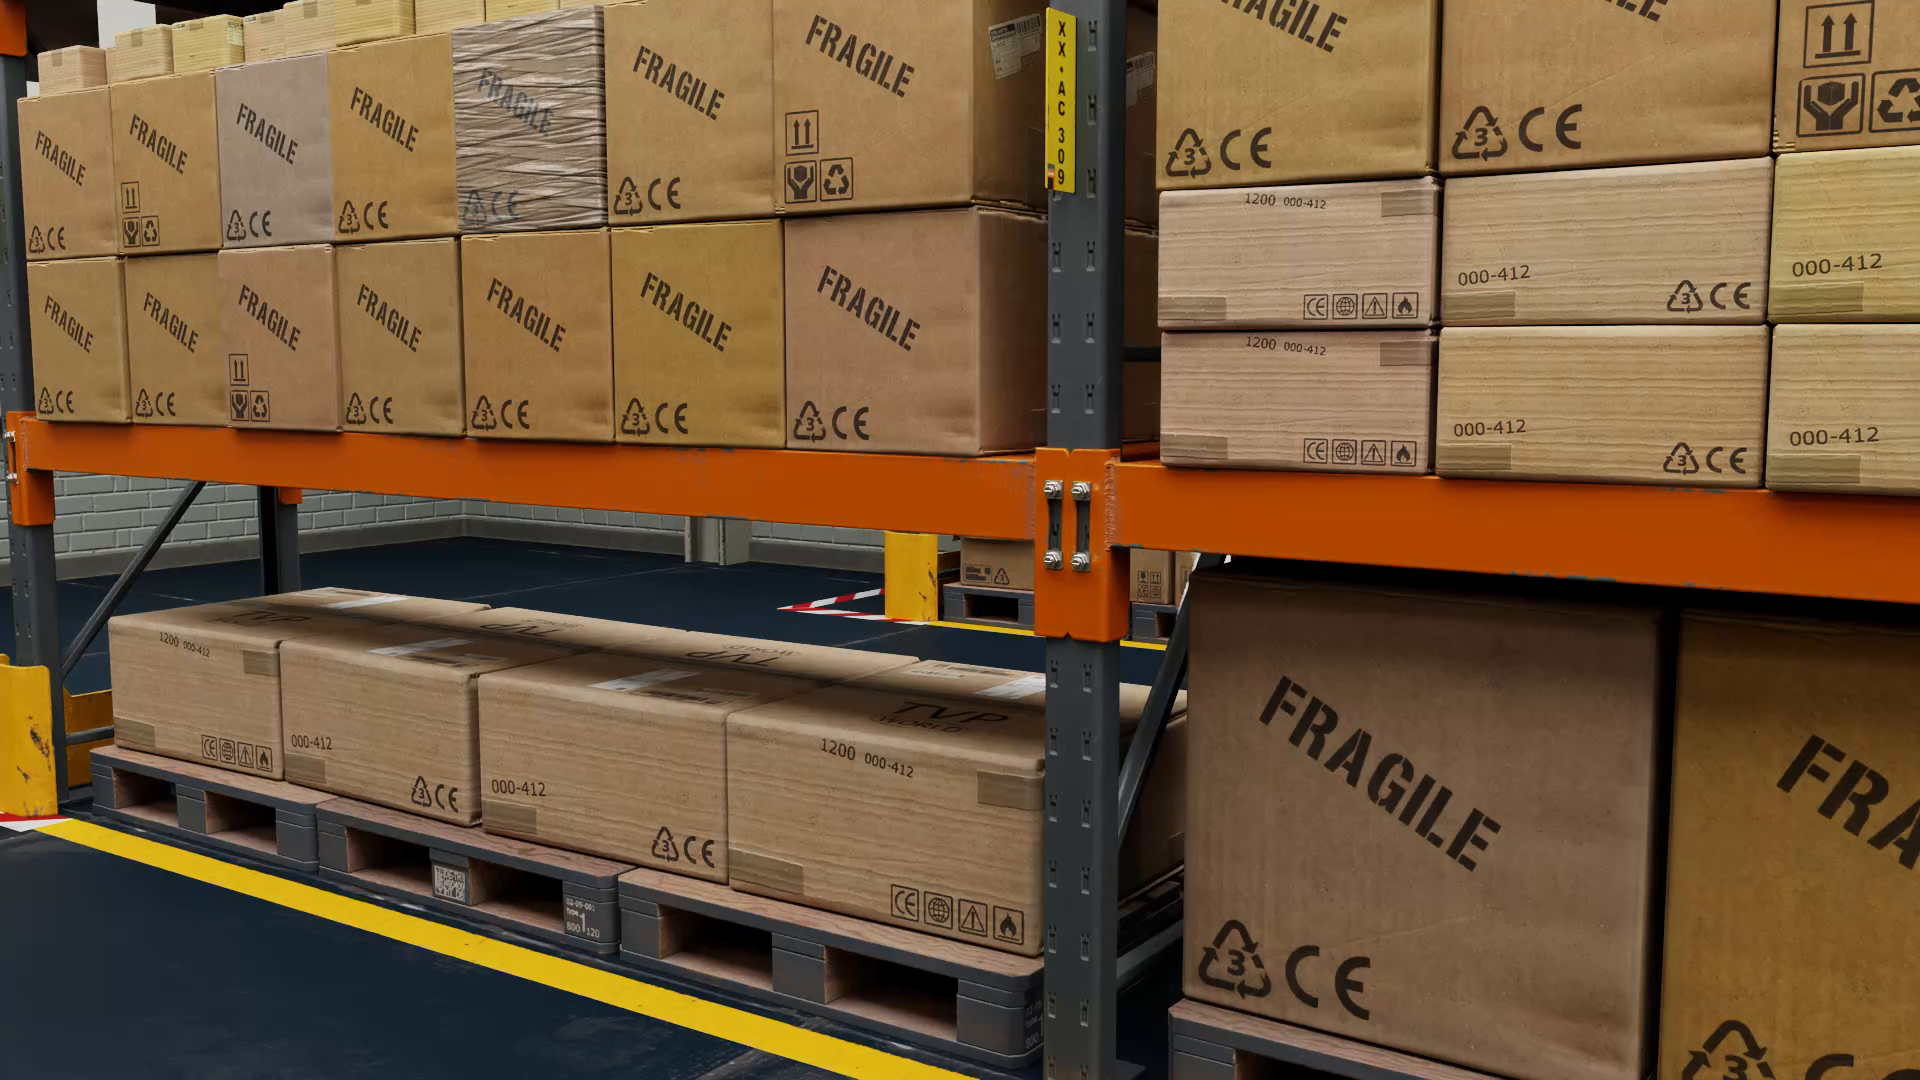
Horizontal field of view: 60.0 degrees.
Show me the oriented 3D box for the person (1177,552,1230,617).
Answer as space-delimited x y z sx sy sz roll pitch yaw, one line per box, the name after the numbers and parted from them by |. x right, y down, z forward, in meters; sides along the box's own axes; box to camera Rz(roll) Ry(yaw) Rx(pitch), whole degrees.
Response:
1.223 0.242 7.017 0.592 1.001 0.867 4 8 34 | person
